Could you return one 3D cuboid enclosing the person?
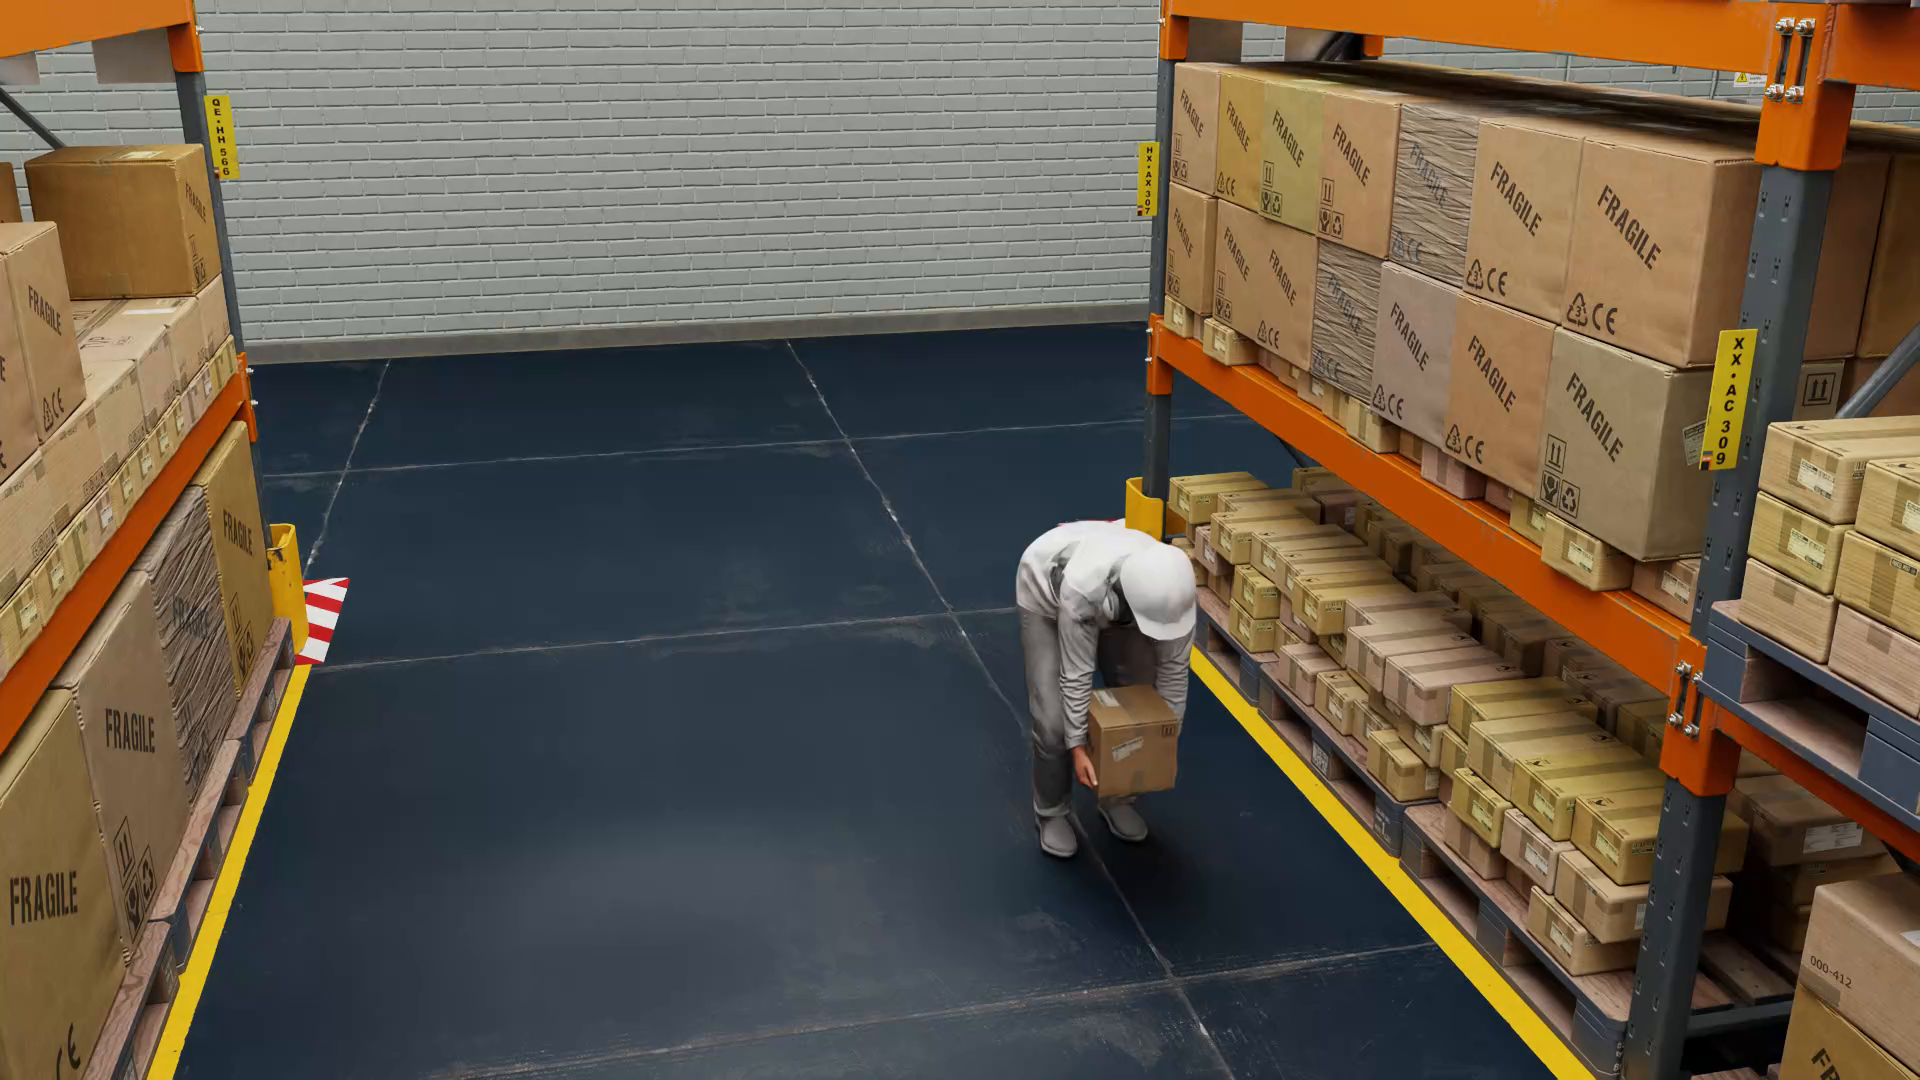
[{"bbox_3d":[0.495,0.487,5.430,0.468,1.255,0.968,-5,20,-15],"label":"person"}]
